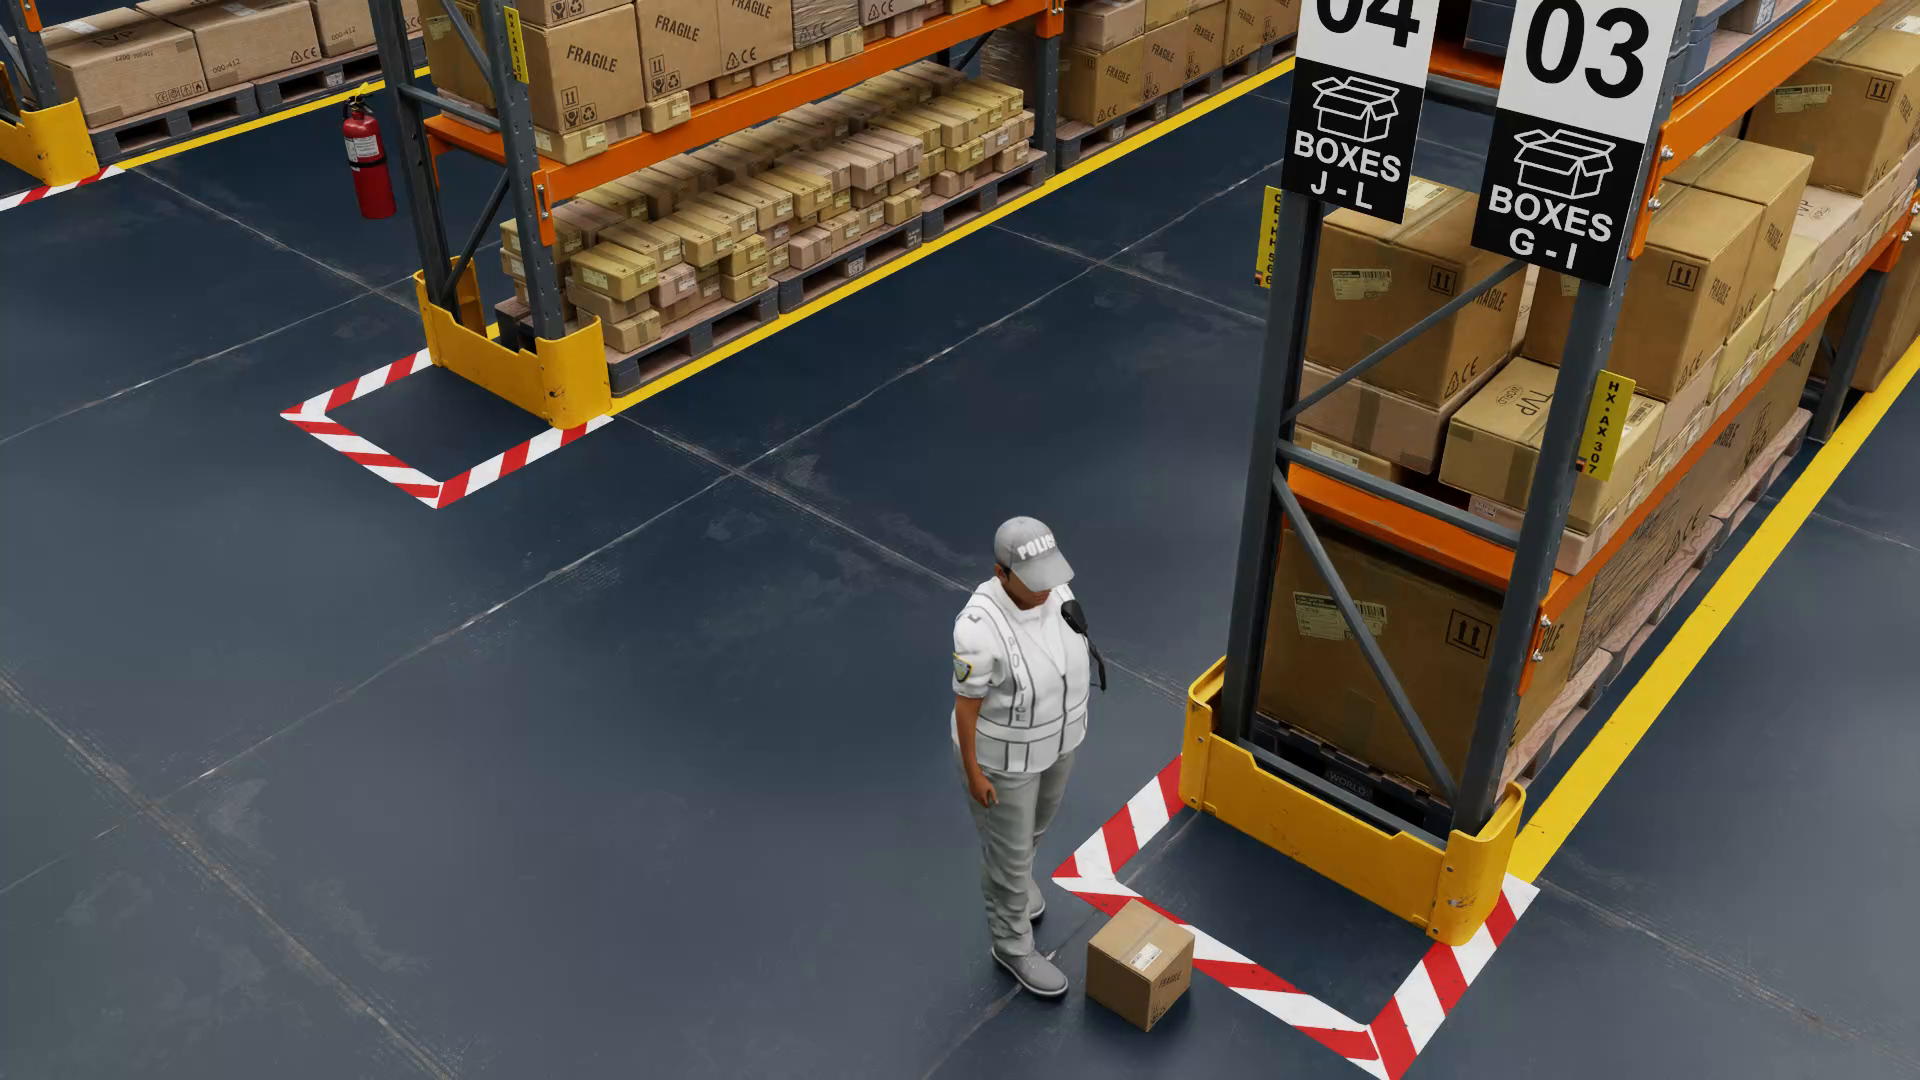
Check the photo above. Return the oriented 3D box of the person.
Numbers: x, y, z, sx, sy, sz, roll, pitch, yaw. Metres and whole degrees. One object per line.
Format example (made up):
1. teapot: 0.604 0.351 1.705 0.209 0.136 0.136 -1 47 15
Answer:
1. person: 0.208 0.644 5.232 0.574 1.677 0.487 29 44 34
